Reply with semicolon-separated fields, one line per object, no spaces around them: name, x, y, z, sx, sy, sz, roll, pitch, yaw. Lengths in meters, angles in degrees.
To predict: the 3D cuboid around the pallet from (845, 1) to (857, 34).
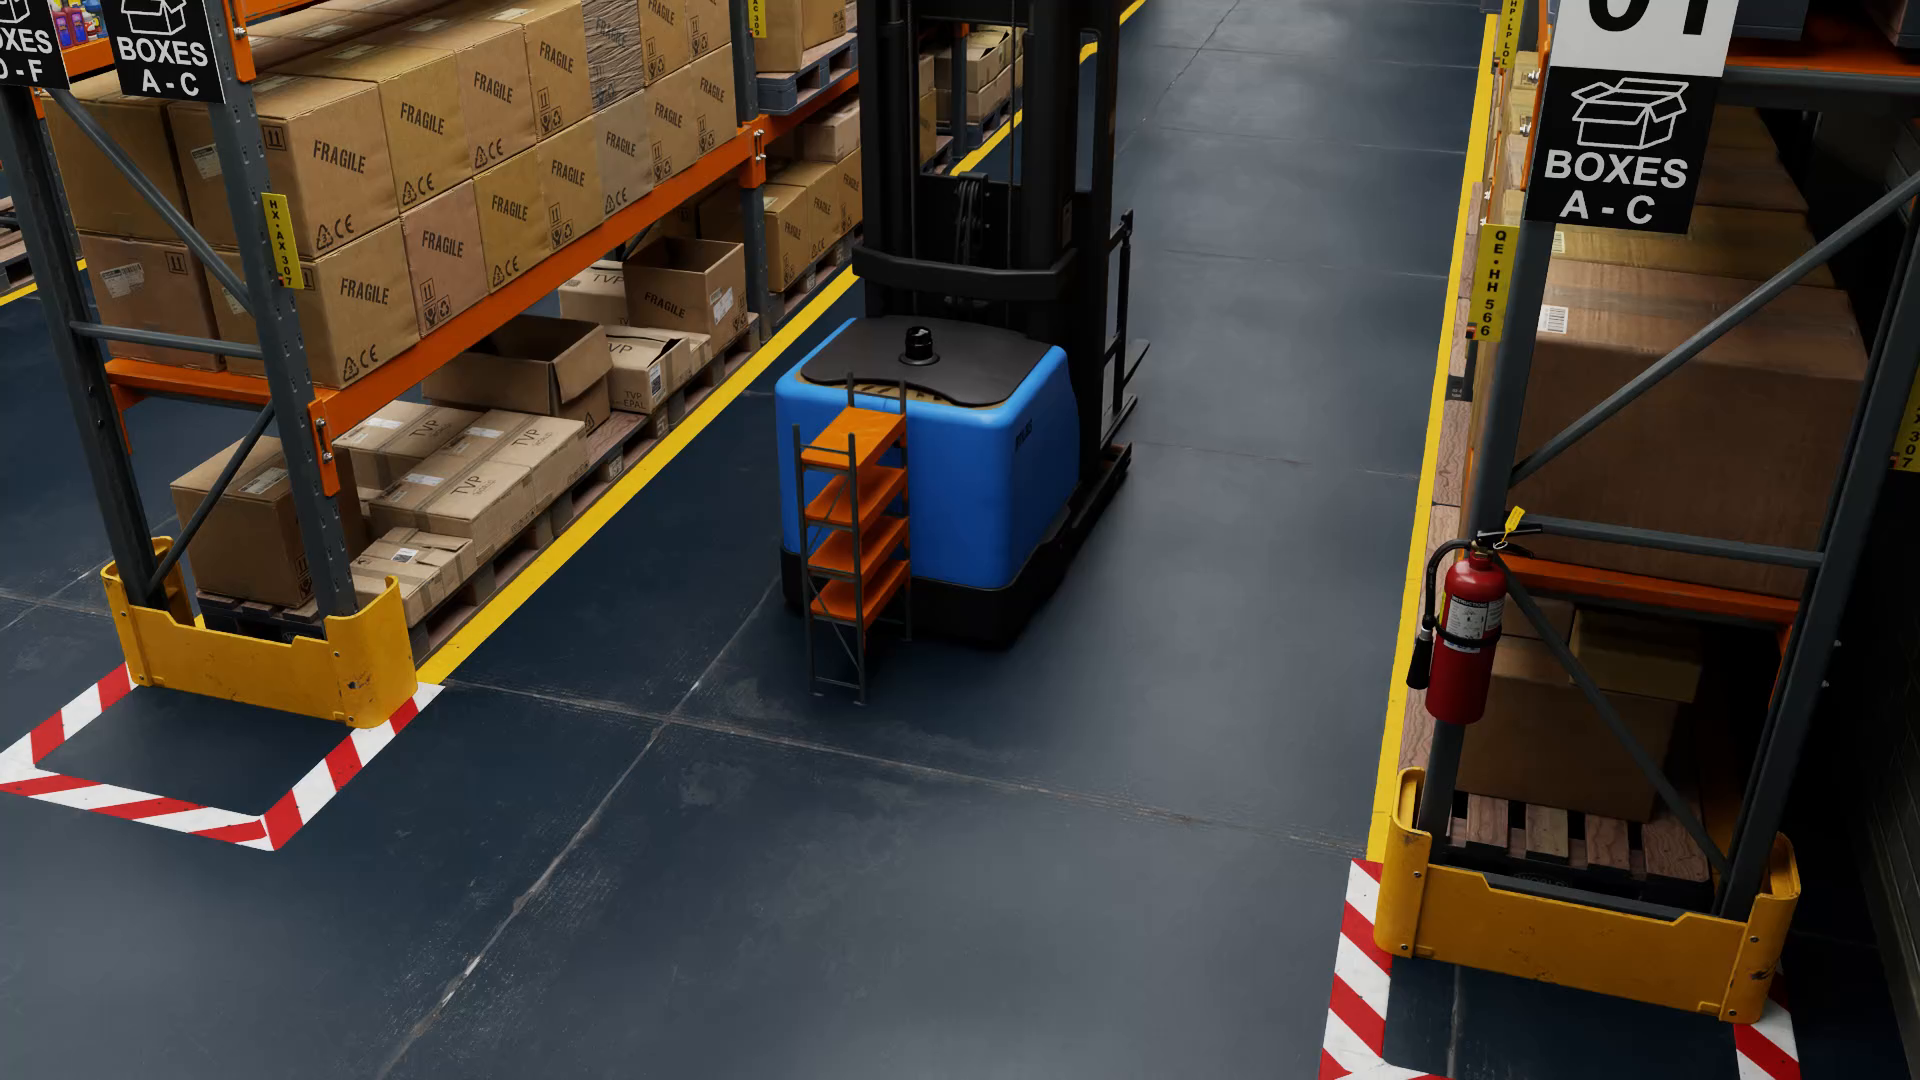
pallet;-1.008;-3.429;11.025;1.003;0.211;1.213;8;30;15

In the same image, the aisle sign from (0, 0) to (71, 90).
aisle sign;-3.103;-1.847;5.311;0.394;0.787;0.004;8;30;15

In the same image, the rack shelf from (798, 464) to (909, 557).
rack shelf;-0.405;-0.134;6.423;0.258;0.148;0.480;10;32;18

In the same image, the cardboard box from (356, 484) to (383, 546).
cardboard box;-2.661;-0.116;7.336;0.380;0.166;0.250;8;30;15

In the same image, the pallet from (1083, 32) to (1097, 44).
pallet;1.006;-5.421;17.277;1.003;0.211;1.213;8;30;15

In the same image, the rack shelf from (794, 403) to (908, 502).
rack shelf;-0.407;-0.338;6.304;0.258;0.148;0.480;10;32;18

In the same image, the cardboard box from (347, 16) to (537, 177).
cardboard box;-2.110;-1.824;6.812;0.500;0.500;0.500;9;30;16

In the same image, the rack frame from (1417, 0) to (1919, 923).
rack frame;1.946;0.006;4.654;1.000;3.000;0.127;8;30;15

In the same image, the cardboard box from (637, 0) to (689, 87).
cardboard box;-1.665;-2.528;8.078;0.500;0.500;0.500;8;30;14

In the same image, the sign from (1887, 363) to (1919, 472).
sign;2.475;-0.325;4.276;0.100;0.325;0.005;8;30;15

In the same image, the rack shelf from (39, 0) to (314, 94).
rack shelf;-5.763;-3.882;12.382;1.077;0.370;4.000;8;30;15

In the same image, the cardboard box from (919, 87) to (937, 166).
cardboard box;-0.492;-3.049;12.263;0.500;0.500;0.500;10;31;17

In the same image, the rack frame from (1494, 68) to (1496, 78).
rack frame;5.469;-5.571;14.678;1.000;3.000;0.127;8;30;15

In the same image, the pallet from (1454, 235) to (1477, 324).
pallet;3.631;-1.572;10.359;1.003;0.211;1.213;8;30;15

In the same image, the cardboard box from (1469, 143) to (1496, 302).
cardboard box;3.445;-1.831;9.735;0.750;0.750;0.750;9;30;16

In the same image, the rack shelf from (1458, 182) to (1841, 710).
rack shelf;2.533;-0.609;6.499;1.077;0.370;4.000;8;30;15

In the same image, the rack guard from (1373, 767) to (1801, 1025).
rack guard;1.939;1.110;5.241;1.175;0.500;0.348;8;30;15

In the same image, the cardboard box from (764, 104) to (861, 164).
cardboard box;-0.948;-2.640;10.758;0.500;0.250;0.500;9;30;15

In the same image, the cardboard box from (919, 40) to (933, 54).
cardboard box;-0.524;-3.922;13.535;0.500;0.311;0.500;9;30;16

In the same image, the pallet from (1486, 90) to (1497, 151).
pallet;4.885;-3.421;13.683;1.003;0.211;1.213;8;30;15

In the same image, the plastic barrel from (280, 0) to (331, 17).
plastic barrel;-5.303;-4.131;13.890;0.600;0.830;0.708;8;30;15

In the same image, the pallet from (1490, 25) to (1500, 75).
pallet;5.632;-4.669;15.926;1.003;0.211;1.213;8;30;15

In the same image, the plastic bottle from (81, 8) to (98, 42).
plastic bottle;-5.779;-3.407;10.994;0.097;0.201;0.097;0;29;0

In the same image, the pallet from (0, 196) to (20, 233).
pallet;-6.084;-2.401;11.848;1.003;0.211;1.213;8;30;15

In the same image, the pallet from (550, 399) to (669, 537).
pallet;-2.175;-0.451;8.345;1.003;0.211;1.213;8;30;15

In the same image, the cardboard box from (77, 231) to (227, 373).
cardboard box;-2.919;-0.990;6.341;0.500;0.500;0.500;9;30;16

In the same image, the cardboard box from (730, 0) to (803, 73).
cardboard box;-1.263;-2.973;9.475;0.700;0.500;0.500;-1;29;-2

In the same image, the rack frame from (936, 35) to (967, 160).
rack frame;-0.442;-4.417;12.604;1.000;3.000;0.127;8;30;15

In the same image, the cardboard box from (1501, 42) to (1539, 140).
cardboard box;3.015;-2.286;8.344;0.500;0.500;0.500;8;30;14

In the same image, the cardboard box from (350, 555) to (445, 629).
cardboard box;-2.339;0.209;6.769;0.380;0.149;0.250;8;30;15

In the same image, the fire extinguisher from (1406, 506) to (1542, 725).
fire extinguisher;1.461;0.207;4.755;0.296;0.674;0.183;8;30;15

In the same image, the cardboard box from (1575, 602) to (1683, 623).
cardboard box;2.359;0.143;5.880;0.380;0.149;0.250;9;30;15

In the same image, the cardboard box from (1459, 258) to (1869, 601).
cardboard box;2.087;-0.363;5.009;0.980;0.700;0.700;10;31;17

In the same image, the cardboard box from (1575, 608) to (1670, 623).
cardboard box;2.203;0.343;6.188;0.700;0.500;0.500;8;30;15

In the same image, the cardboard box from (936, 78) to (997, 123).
cardboard box;-0.008;-3.600;13.533;0.500;0.250;0.500;8;30;15

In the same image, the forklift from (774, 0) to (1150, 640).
forklift;0.218;-1.568;7.554;1.130;2.935;3.031;10;31;18

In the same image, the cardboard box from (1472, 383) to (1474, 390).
cardboard box;2.528;-0.761;7.505;0.380;0.149;0.250;10;30;17

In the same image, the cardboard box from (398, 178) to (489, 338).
cardboard box;-2.262;-1.152;6.632;0.500;0.500;0.500;8;30;14

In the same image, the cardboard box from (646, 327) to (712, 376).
cardboard box;-1.565;-1.016;8.971;0.380;0.149;0.250;8;30;15

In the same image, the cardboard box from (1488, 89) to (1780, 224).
cardboard box;2.726;-1.396;6.865;0.980;0.700;0.700;8;30;14

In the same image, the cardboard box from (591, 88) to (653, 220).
cardboard box;-1.816;-1.854;7.894;0.500;0.500;0.500;9;30;16

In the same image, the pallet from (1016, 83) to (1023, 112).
pallet;0.197;-4.140;14.976;1.003;0.211;1.213;8;30;15

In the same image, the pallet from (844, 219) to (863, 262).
pallet;-1.057;-2.292;11.652;1.003;0.211;1.213;8;30;15

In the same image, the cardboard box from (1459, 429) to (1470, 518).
cardboard box;2.652;-0.378;7.483;0.700;0.500;0.500;8;30;14

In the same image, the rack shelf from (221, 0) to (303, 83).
rack shelf;-2.203;-2.625;7.038;1.077;0.370;4.000;8;30;15

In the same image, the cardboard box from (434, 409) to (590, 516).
cardboard box;-2.066;-0.367;7.699;0.500;0.250;0.500;8;30;15

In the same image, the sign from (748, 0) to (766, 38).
sign;-1.095;-2.862;8.919;0.100;0.325;0.005;8;30;15

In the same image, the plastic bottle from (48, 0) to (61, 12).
plastic bottle;-5.925;-3.381;10.793;0.144;0.351;0.185;8;30;15

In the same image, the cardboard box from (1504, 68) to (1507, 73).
cardboard box;3.453;-2.989;9.609;0.500;0.500;0.500;9;30;16

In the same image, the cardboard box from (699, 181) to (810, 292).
cardboard box;-1.241;-1.848;10.105;0.500;0.500;0.500;7;30;13

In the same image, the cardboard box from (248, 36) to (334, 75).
cardboard box;-2.775;-1.661;6.518;0.500;0.500;0.500;9;30;16

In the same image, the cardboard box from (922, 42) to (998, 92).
cardboard box;-0.008;-3.845;13.396;0.500;0.311;0.500;10;30;17

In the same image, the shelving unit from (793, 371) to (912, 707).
shelving unit;-0.404;0.002;6.502;0.258;1.200;0.503;10;32;18

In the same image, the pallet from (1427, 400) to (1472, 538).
pallet;2.822;-0.292;8.058;1.003;0.211;1.213;8;30;15

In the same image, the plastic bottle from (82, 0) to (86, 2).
plastic bottle;-6.164;-3.835;11.690;0.097;0.271;0.097;0;29;0
